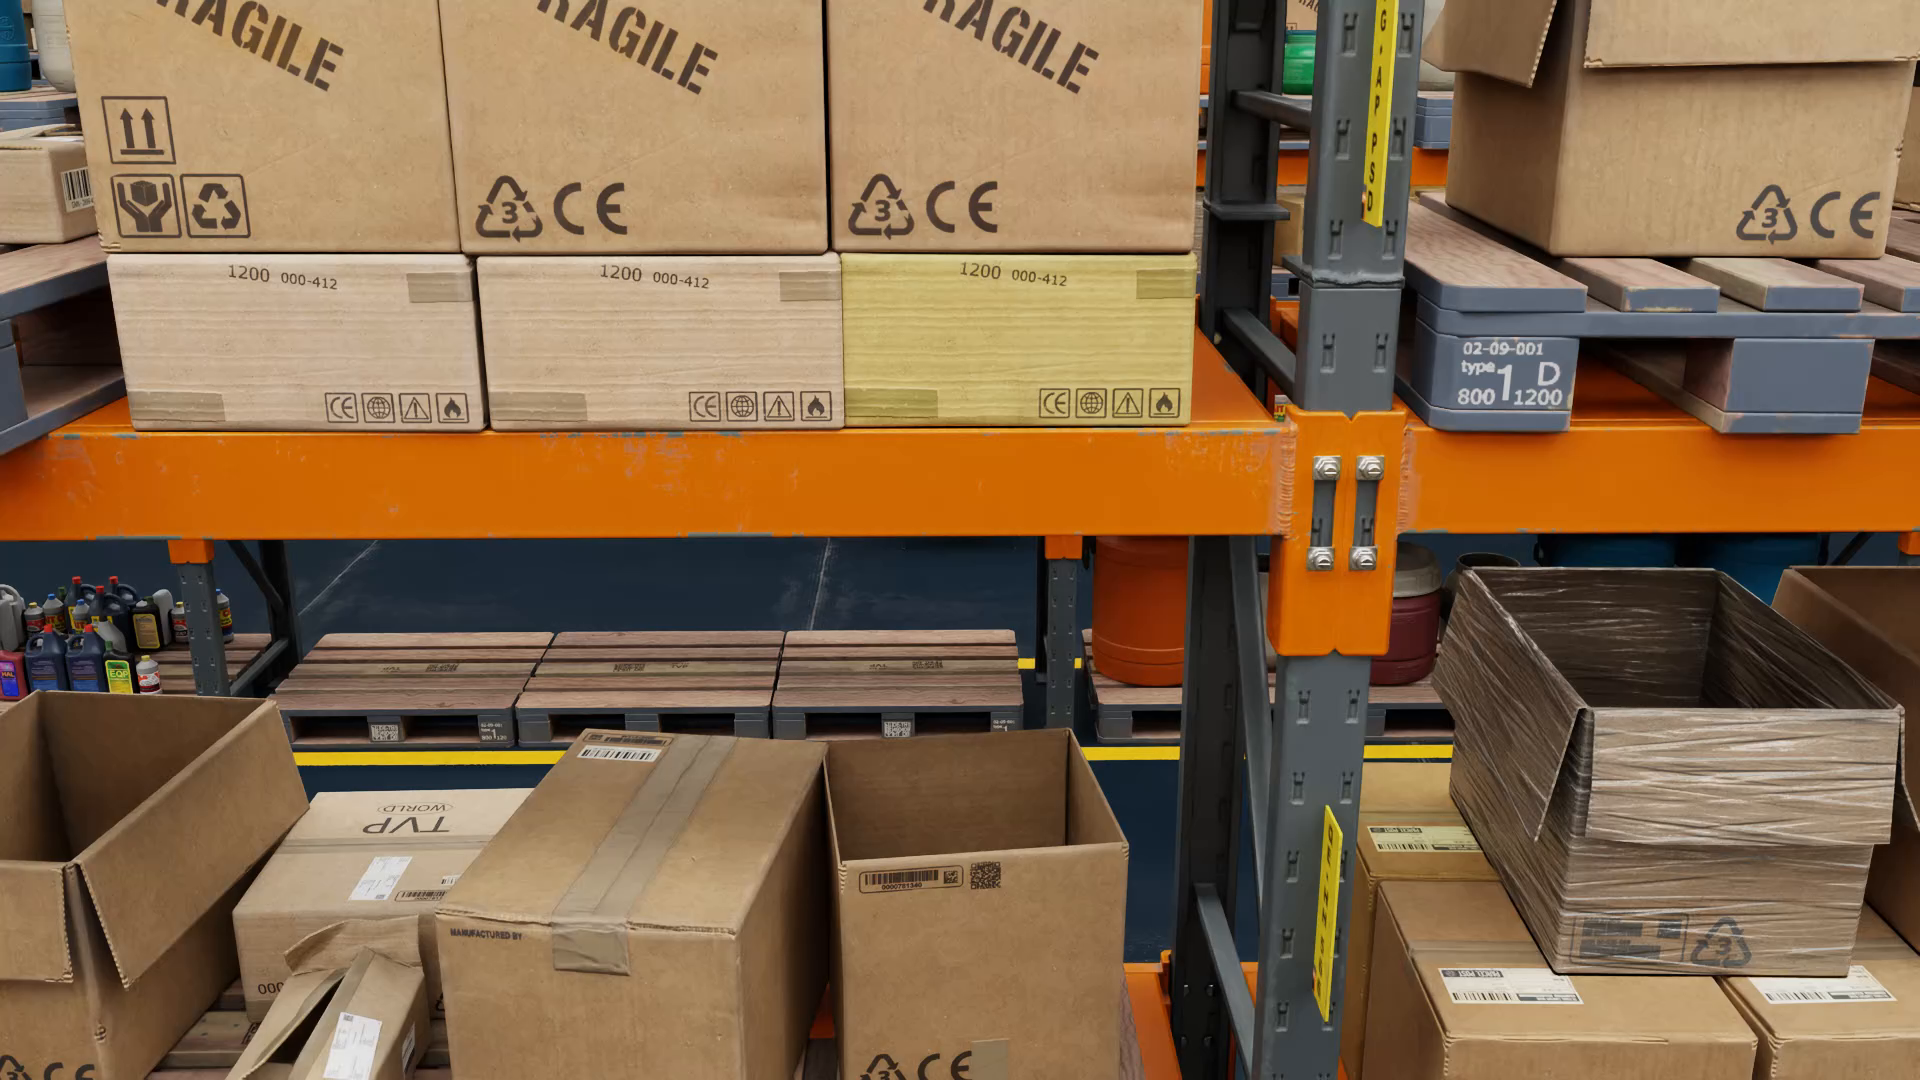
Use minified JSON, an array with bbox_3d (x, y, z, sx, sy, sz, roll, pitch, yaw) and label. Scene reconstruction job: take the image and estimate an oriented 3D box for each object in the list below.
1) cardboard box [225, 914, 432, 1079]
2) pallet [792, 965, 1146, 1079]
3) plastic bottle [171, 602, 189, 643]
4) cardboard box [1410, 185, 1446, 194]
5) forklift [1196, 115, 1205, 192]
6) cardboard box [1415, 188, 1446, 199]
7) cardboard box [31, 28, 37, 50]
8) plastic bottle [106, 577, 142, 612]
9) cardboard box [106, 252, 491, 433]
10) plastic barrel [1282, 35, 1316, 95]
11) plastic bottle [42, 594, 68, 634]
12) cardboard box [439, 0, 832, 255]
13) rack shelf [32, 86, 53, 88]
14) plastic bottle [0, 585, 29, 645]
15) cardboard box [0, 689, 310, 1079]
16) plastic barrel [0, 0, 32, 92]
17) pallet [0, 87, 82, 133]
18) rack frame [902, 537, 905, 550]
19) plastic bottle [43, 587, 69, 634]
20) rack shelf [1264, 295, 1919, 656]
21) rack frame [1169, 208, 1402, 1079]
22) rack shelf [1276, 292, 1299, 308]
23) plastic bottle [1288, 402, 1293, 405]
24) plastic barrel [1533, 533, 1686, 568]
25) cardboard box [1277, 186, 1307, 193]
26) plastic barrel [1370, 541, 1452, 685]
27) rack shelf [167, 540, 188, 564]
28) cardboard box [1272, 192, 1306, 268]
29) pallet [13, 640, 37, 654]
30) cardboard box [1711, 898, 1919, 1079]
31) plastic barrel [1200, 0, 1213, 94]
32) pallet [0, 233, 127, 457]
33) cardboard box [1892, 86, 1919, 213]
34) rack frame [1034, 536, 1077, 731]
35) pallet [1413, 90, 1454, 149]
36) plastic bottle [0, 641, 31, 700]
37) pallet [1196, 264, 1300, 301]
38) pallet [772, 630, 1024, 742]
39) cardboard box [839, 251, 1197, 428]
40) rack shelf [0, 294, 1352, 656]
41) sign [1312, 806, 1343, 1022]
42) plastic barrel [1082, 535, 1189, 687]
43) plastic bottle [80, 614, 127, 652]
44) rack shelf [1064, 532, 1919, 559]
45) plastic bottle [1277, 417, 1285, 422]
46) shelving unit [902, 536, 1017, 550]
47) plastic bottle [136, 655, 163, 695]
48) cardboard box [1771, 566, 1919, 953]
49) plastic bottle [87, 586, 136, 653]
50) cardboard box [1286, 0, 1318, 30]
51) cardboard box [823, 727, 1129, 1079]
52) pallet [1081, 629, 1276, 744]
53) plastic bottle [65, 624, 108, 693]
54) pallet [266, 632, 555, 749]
[{"bbox_3d":[-1.115,0.880,2.927,0.258,0.266,0.396,-1,18,-2],"label":"cardboard box"},{"bbox_3d":[-0.163,1.053,3.169,1.003,0.211,1.213,0,18,-1],"label":"pallet"},{"bbox_3d":[-4.058,0.424,8.678,0.097,0.201,0.097,0,18,0],"label":"plastic bottle"},{"bbox_3d":[4.856,-3.773,17.407,0.700,0.700,0.980,0,18,0],"label":"cardboard box"},{"bbox_3d":[1.446,-2.773,14.893,3.031,2.935,1.130,-1,18,-2],"label":"forklift"},{"bbox_3d":[3.918,-2.433,12.871,0.500,0.500,0.700,-6,19,-19],"label":"cardboard box"},{"bbox_3d":[-6.424,-3.589,11.908,0.250,0.149,0.380,0,18,-1],"label":"cardboard box"},{"bbox_3d":[-4.343,0.361,8.628,0.185,0.351,0.144,0,18,1],"label":"plastic bottle"},{"bbox_3d":[-0.921,-0.346,2.551,0.500,0.250,0.500,0,18,1],"label":"cardboard box"},{"bbox_3d":[1.533,-2.077,7.266,0.294,0.245,0.294,0,18,0],"label":"plastic barrel"},{"bbox_3d":[-4.678,0.412,8.600,0.097,0.271,0.097,0,18,0],"label":"plastic bottle"},{"bbox_3d":[-0.437,-0.704,2.439,0.500,0.500,0.500,0,18,-1],"label":"cardboard box"},{"bbox_3d":[-5.604,-3.157,12.246,4.000,0.370,1.077,0,18,-1],"label":"rack shelf"},{"bbox_3d":[-4.957,0.364,8.619,0.185,0.351,0.144,0,18,-1],"label":"plastic bottle"},{"bbox_3d":[-1.719,0.659,3.226,0.637,0.503,0.797,2,18,5],"label":"cardboard box"},{"bbox_3d":[-4.526,-2.463,7.396,0.708,0.901,0.600,0,18,-1],"label":"plastic barrel"},{"bbox_3d":[-4.249,-1.873,7.375,1.003,0.211,1.213,0,18,-1],"label":"pallet"},{"bbox_3d":[-0.373,-0.712,10.813,0.023,1.500,0.400,0,18,-1],"label":"rack frame"},{"bbox_3d":[-4.698,0.382,8.673,0.133,0.283,0.061,1,18,2],"label":"plastic bottle"},{"bbox_3d":[2.548,-0.170,2.934,4.000,0.370,1.077,0,18,-1],"label":"rack shelf"},{"bbox_3d":[0.548,0.925,3.252,0.127,3.000,1.000,0,18,-1],"label":"rack frame"},{"bbox_3d":[2.395,-1.767,12.824,4.000,0.370,1.077,0,18,-1],"label":"rack shelf"},{"bbox_3d":[1.701,-0.623,8.406,0.097,0.201,0.097,0,18,0],"label":"plastic bottle"},{"bbox_3d":[3.217,0.193,8.282,0.708,0.901,0.600,0,18,-1],"label":"plastic barrel"},{"bbox_3d":[3.346,-3.747,17.133,0.500,0.500,0.500,0,18,0],"label":"cardboard box"},{"bbox_3d":[2.088,0.348,8.313,0.708,0.588,0.600,0,18,-1],"label":"plastic barrel"},{"bbox_3d":[-5.529,-0.216,7.988,4.000,0.370,1.077,0,18,-1],"label":"rack shelf"},{"bbox_3d":[2.630,-2.340,12.579,0.500,0.500,0.700,-5,18,-15],"label":"cardboard box"},{"bbox_3d":[-5.424,0.757,8.342,1.213,0.211,1.003,0,18,-1],"label":"pallet"},{"bbox_3d":[1.554,0.955,2.995,0.500,0.500,0.500,-1,18,-2],"label":"cardboard box"},{"bbox_3d":[1.038,-2.422,7.386,0.708,0.830,0.600,0,18,-1],"label":"plastic barrel"},{"bbox_3d":[-1.795,-0.371,2.689,1.003,0.211,1.213,0,18,-1],"label":"pallet"},{"bbox_3d":[2.019,-0.807,2.889,0.500,0.500,0.500,1,18,2],"label":"cardboard box"},{"bbox_3d":[0.470,-0.587,7.968,0.127,3.000,1.000,0,18,-1],"label":"rack frame"},{"bbox_3d":[2.553,-1.905,7.474,1.213,0.211,1.003,0,18,-1],"label":"pallet"},{"bbox_3d":[-4.523,0.621,7.926,0.133,0.283,0.061,1,18,3],"label":"plastic bottle"},{"bbox_3d":[2.340,-2.020,12.747,1.213,0.211,1.003,0,18,-1],"label":"pallet"},{"bbox_3d":[-0.305,0.732,8.419,1.213,0.211,1.003,0,18,-1],"label":"pallet"},{"bbox_3d":[0.077,-0.354,2.576,0.500,0.250,0.500,0,18,-1],"label":"cardboard box"},{"bbox_3d":[-1.451,-0.151,2.874,4.000,0.370,1.077,0,18,-1],"label":"rack shelf"},{"bbox_3d":[0.566,0.577,2.571,0.005,0.325,0.100,0,18,-1],"label":"sign"},{"bbox_3d":[0.959,0.238,8.259,0.708,0.830,0.600,0,18,-1],"label":"plastic barrel"},{"bbox_3d":[-4.171,0.531,8.098,0.185,0.351,0.144,0,18,-1],"label":"plastic bottle"},{"bbox_3d":[2.470,-0.254,8.108,4.000,0.370,1.077,0,18,-1],"label":"rack shelf"},{"bbox_3d":[1.505,-0.424,7.650,0.133,0.283,0.061,0,18,-1],"label":"plastic bottle"},{"bbox_3d":[-0.007,-0.714,10.818,0.755,1.500,0.431,0,18,-1],"label":"shelving unit"},{"bbox_3d":[-3.887,0.652,7.966,0.097,0.201,0.097,0,18,0],"label":"plastic bottle"},{"bbox_3d":[1.931,0.399,3.087,0.637,0.503,0.797,0,18,0],"label":"cardboard box"},{"bbox_3d":[-4.341,0.405,8.491,0.185,0.351,0.144,0,18,-1],"label":"plastic bottle"},{"bbox_3d":[2.557,-3.856,12.231,0.600,0.600,0.600,-1,18,-3],"label":"cardboard box"},{"bbox_3d":[0.009,0.693,3.127,0.500,0.500,0.500,-2,18,-8],"label":"cardboard box"},{"bbox_3d":[1.258,0.724,8.445,1.213,0.211,1.003,0,18,-1],"label":"pallet"},{"bbox_3d":[-4.169,0.575,7.961,0.185,0.351,0.144,-1,18,-2],"label":"plastic bottle"},{"bbox_3d":[-2.745,0.744,8.383,1.213,0.211,1.003,0,18,-1],"label":"pallet"}]
